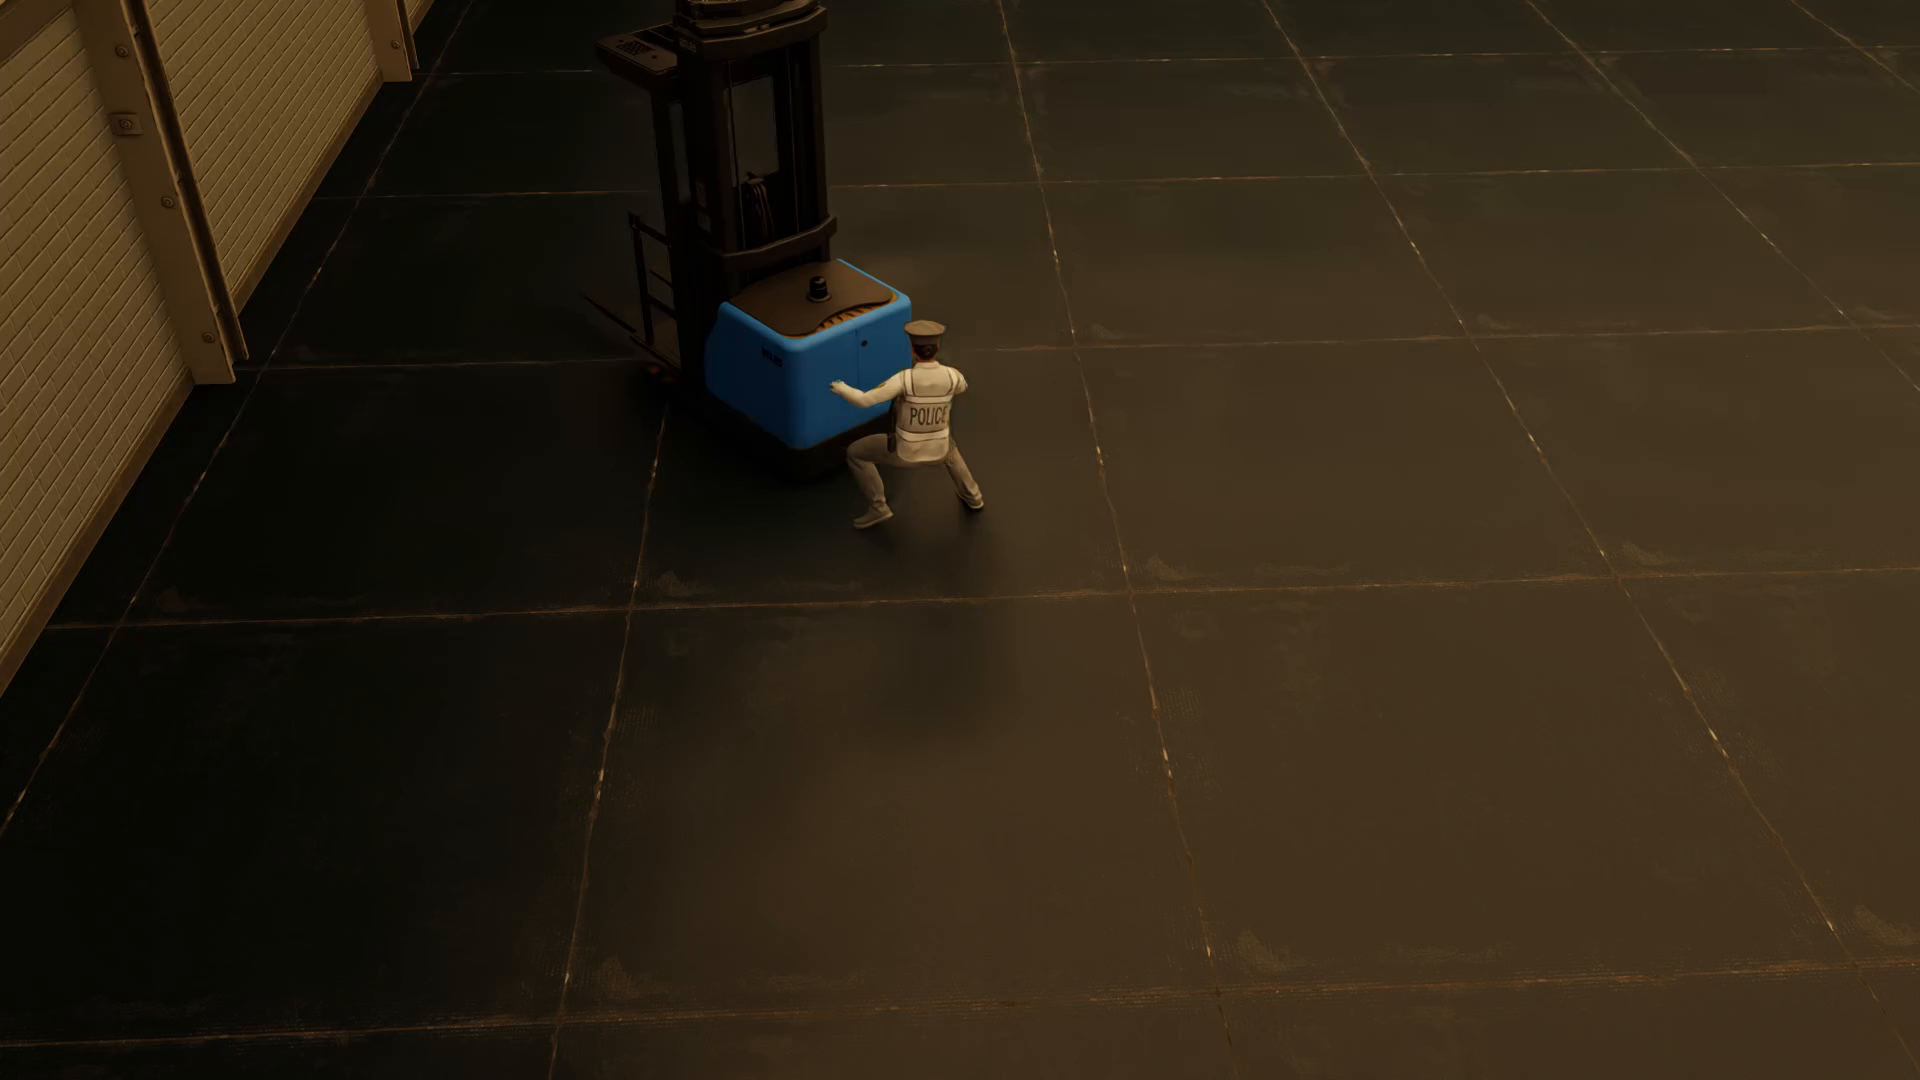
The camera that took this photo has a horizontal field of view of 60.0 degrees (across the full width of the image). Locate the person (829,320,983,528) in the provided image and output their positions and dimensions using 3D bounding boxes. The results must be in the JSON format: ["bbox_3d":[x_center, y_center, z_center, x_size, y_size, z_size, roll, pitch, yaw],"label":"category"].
[{"bbox_3d":[-0.296,-0.726,10.261,0.945,1.454,0.707,-12,38,-16],"label":"person"}]

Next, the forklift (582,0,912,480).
[{"bbox_3d":[-1.651,-2.365,11.258,1.130,2.935,3.031,-27,44,-32],"label":"forklift"}]
